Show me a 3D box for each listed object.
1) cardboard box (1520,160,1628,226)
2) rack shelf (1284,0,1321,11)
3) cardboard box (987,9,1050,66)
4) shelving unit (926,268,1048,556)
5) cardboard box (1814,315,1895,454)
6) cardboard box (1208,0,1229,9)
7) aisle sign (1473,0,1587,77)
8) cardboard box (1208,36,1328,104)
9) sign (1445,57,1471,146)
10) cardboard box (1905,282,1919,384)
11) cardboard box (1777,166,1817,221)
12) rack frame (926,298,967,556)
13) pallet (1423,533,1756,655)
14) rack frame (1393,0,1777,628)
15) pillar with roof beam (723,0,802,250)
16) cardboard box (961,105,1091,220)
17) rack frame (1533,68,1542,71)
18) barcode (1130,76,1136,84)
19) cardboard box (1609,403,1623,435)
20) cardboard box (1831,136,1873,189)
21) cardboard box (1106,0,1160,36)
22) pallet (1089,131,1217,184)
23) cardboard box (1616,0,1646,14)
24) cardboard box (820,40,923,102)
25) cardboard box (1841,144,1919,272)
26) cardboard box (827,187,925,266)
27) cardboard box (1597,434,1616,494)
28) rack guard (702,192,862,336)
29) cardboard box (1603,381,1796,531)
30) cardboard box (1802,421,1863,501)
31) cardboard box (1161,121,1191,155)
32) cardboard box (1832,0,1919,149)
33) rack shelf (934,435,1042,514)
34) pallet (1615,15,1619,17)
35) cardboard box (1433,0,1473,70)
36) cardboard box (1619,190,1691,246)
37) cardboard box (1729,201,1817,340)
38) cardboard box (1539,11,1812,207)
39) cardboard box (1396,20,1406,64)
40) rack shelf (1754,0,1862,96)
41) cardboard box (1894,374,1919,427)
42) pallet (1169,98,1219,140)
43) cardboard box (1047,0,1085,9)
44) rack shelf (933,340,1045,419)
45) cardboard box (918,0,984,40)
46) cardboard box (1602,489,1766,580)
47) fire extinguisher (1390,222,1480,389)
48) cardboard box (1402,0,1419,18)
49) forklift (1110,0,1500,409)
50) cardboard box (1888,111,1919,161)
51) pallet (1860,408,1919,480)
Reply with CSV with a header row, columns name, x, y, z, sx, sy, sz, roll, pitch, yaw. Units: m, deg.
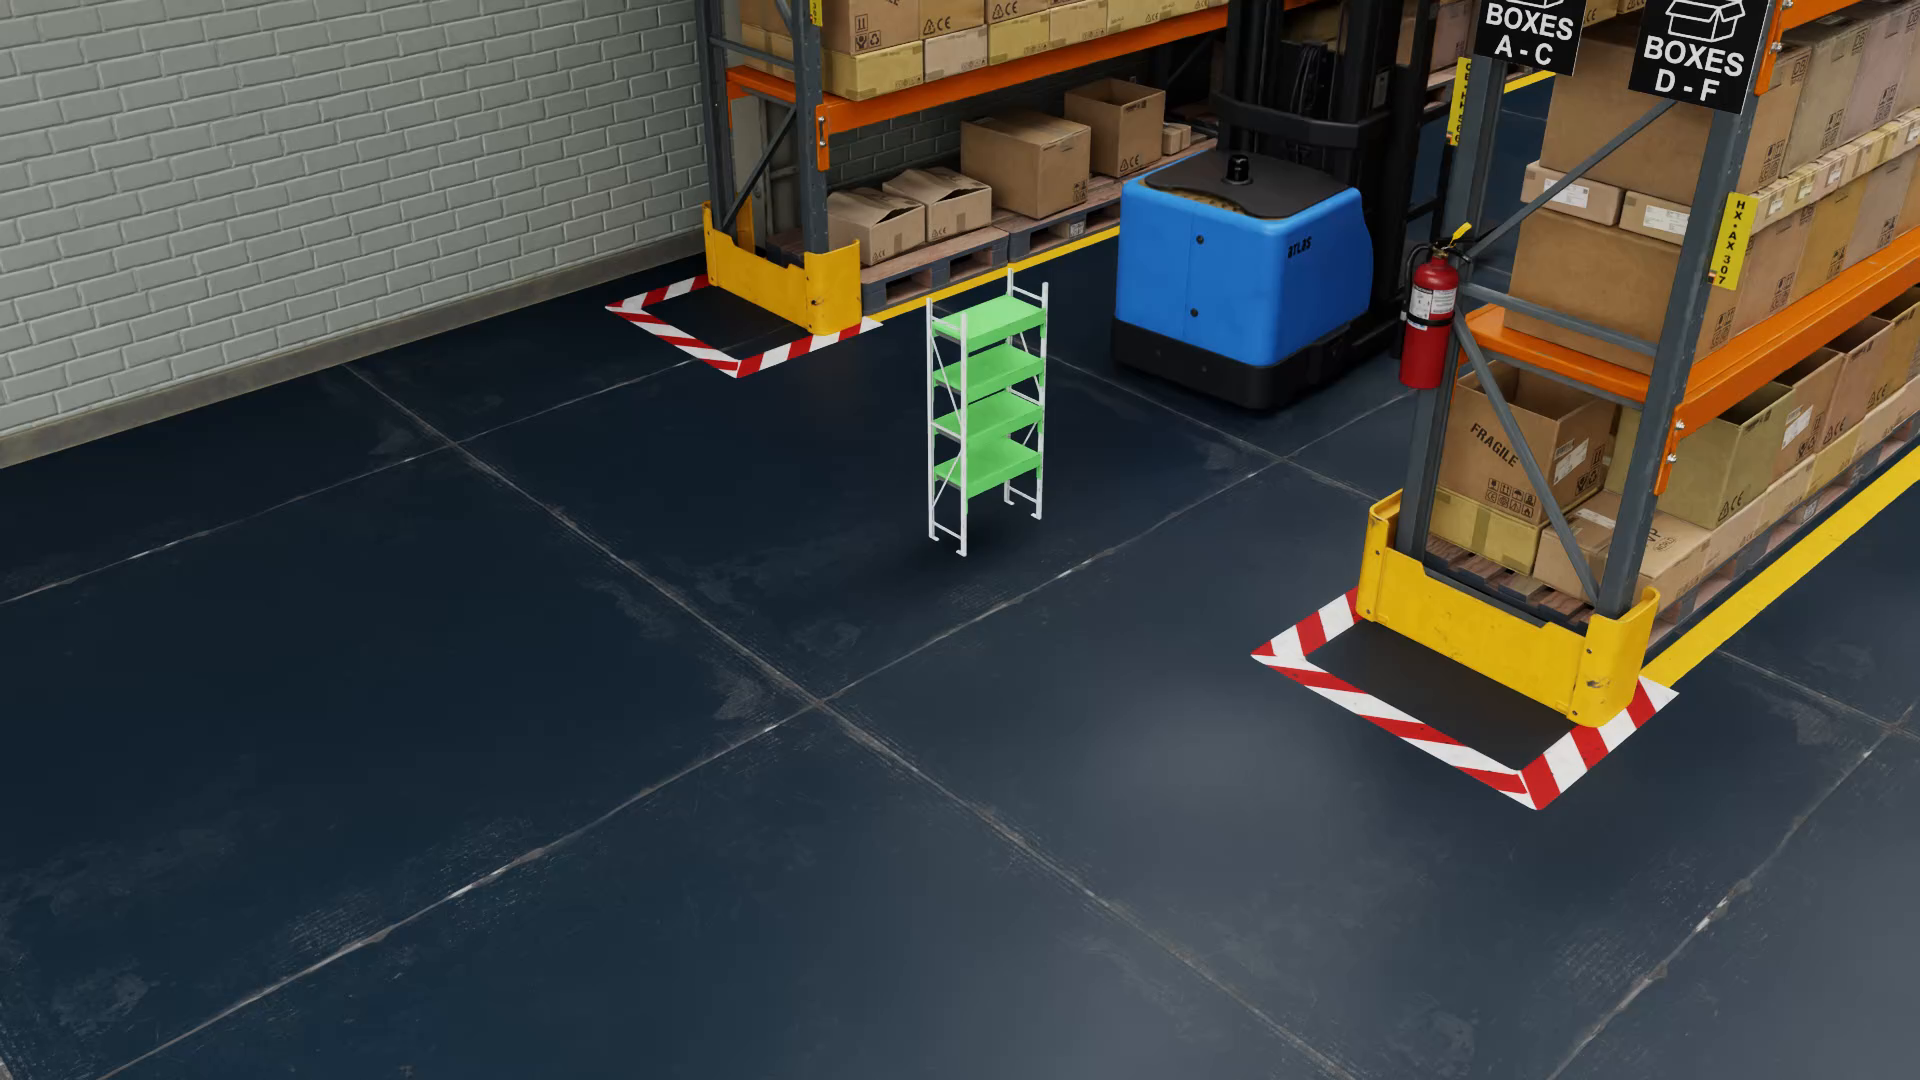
name,x,y,z,sx,sy,sz,roll,pitch,yaw
cardboard box,2.388,-1.348,6.361,0.250,0.149,0.380,-27,40,-36
rack shelf,3.266,-4.535,12.981,4.000,0.370,1.077,-26,40,-35
cardboard box,0.189,-3.078,10.033,0.500,0.250,0.500,-27,40,-36
shelving unit,0.121,-0.571,7.533,0.503,1.200,0.258,-26,40,-35
cardboard box,3.883,-0.782,7.668,0.500,0.500,0.500,-26,40,-35
cardboard box,1.658,-3.793,11.202,0.500,0.250,0.500,-26,40,-35
aisle sign,1.989,-2.018,5.683,0.004,0.787,0.394,-26,40,-35
cardboard box,2.328,-3.521,12.607,0.500,0.500,0.700,-24,39,-34
sign,1.878,-1.628,6.199,0.005,0.325,0.100,-26,40,-35
cardboard box,4.604,-1.144,8.260,0.500,0.500,0.500,-26,40,-35
cardboard box,3.047,-1.379,6.412,0.250,0.149,0.380,-26,40,-35
rack frame,-0.058,-0.484,7.391,0.015,1.200,0.240,-26,40,-35
pallet,2.769,0.082,7.413,1.213,0.211,1.003,-26,40,-35
rack frame,2.237,-0.820,6.216,0.127,3.000,1.000,-26,40,-35
pillar with roof beam,1.718,-4.205,6.001,0.400,9.000,9.100,-26,40,-35
cardboard box,0.425,-2.489,10.920,0.700,0.500,0.500,26,40,36
rack frame,4.732,-5.551,13.953,0.127,3.000,1.000,-26,40,-35
barcode,1.240,-3.290,11.924,0.075,0.075,0.001,-26,40,-35
cardboard box,3.151,-0.810,7.714,0.500,0.500,0.500,-26,40,-35
cardboard box,3.427,-1.563,6.713,0.250,0.149,0.380,-27,41,-37
cardboard box,0.929,-3.435,10.617,0.500,0.250,0.500,-26,40,-36
pallet,1.331,-2.691,11.949,1.213,0.211,1.003,-26,40,-35
cardboard box,6.008,-5.332,15.253,0.750,0.750,0.750,-26,40,-36
cardboard box,-0.560,-2.710,9.431,0.500,0.250,0.500,-27,41,-37
cardboard box,3.721,-1.573,7.352,0.500,0.500,0.700,-24,39,-34
cardboard box,-0.565,-1.965,10.244,0.500,0.311,0.500,24,39,34
cardboard box,2.788,-0.311,7.617,0.500,0.250,0.500,-26,40,-35
rack guard,-1.078,-1.674,10.009,0.348,0.500,1.175,-26,40,-35
cardboard box,3.147,-0.429,7.091,0.500,0.500,0.500,-26,40,-35
cardboard box,3.883,-0.463,7.864,0.500,0.250,0.500,-26,40,-35
cardboard box,1.427,-2.910,11.928,0.380,0.166,0.250,23,38,33
cardboard box,3.378,-1.963,6.746,0.500,0.500,0.700,-26,40,-35
rack shelf,0.121,-0.311,7.692,0.480,0.148,0.258,-26,40,-35
pallet,5.362,-4.612,15.091,1.213,0.211,1.003,-26,40,-35
cardboard box,3.783,-4.259,13.814,0.500,0.500,0.700,-26,40,-36
cardboard box,2.671,-1.196,6.113,0.250,0.149,0.380,-26,40,-36
cardboard box,2.970,-1.211,6.760,0.500,0.500,0.700,-25,39,-34
cardboard box,2.627,-1.596,6.145,0.500,0.500,0.700,-26,40,-35
cardboard box,3.074,-3.889,13.209,0.500,0.500,0.700,-25,40,-35
rack shelf,3.704,-2.502,6.781,4.000,0.370,1.077,-26,40,-35
cardboard box,4.605,-0.823,8.454,0.500,0.250,0.500,-26,40,-35
pallet,2.369,-3.220,12.813,1.213,0.211,1.003,-26,40,-35
cardboard box,0.543,-3.572,10.123,0.500,0.500,0.500,-24,39,-34
rack shelf,0.121,-0.721,7.441,0.480,0.148,0.258,-26,40,-35
cardboard box,-0.210,-3.204,9.520,0.500,0.500,0.500,-26,40,-35
cardboard box,3.146,-0.110,7.288,0.500,0.250,0.500,-26,40,-35
fire extinguisher,1.835,-0.923,6.458,0.183,0.674,0.296,-26,40,-35
cardboard box,3.406,-4.355,13.252,0.500,0.250,0.500,-26,40,-36
forklift,2.200,-2.624,9.231,1.130,2.935,3.031,25,39,35
cardboard box,3.799,-1.741,7.004,0.250,0.149,0.380,-25,40,-35
pallet,4.559,-0.783,8.828,1.213,0.211,1.003,-26,40,-35
